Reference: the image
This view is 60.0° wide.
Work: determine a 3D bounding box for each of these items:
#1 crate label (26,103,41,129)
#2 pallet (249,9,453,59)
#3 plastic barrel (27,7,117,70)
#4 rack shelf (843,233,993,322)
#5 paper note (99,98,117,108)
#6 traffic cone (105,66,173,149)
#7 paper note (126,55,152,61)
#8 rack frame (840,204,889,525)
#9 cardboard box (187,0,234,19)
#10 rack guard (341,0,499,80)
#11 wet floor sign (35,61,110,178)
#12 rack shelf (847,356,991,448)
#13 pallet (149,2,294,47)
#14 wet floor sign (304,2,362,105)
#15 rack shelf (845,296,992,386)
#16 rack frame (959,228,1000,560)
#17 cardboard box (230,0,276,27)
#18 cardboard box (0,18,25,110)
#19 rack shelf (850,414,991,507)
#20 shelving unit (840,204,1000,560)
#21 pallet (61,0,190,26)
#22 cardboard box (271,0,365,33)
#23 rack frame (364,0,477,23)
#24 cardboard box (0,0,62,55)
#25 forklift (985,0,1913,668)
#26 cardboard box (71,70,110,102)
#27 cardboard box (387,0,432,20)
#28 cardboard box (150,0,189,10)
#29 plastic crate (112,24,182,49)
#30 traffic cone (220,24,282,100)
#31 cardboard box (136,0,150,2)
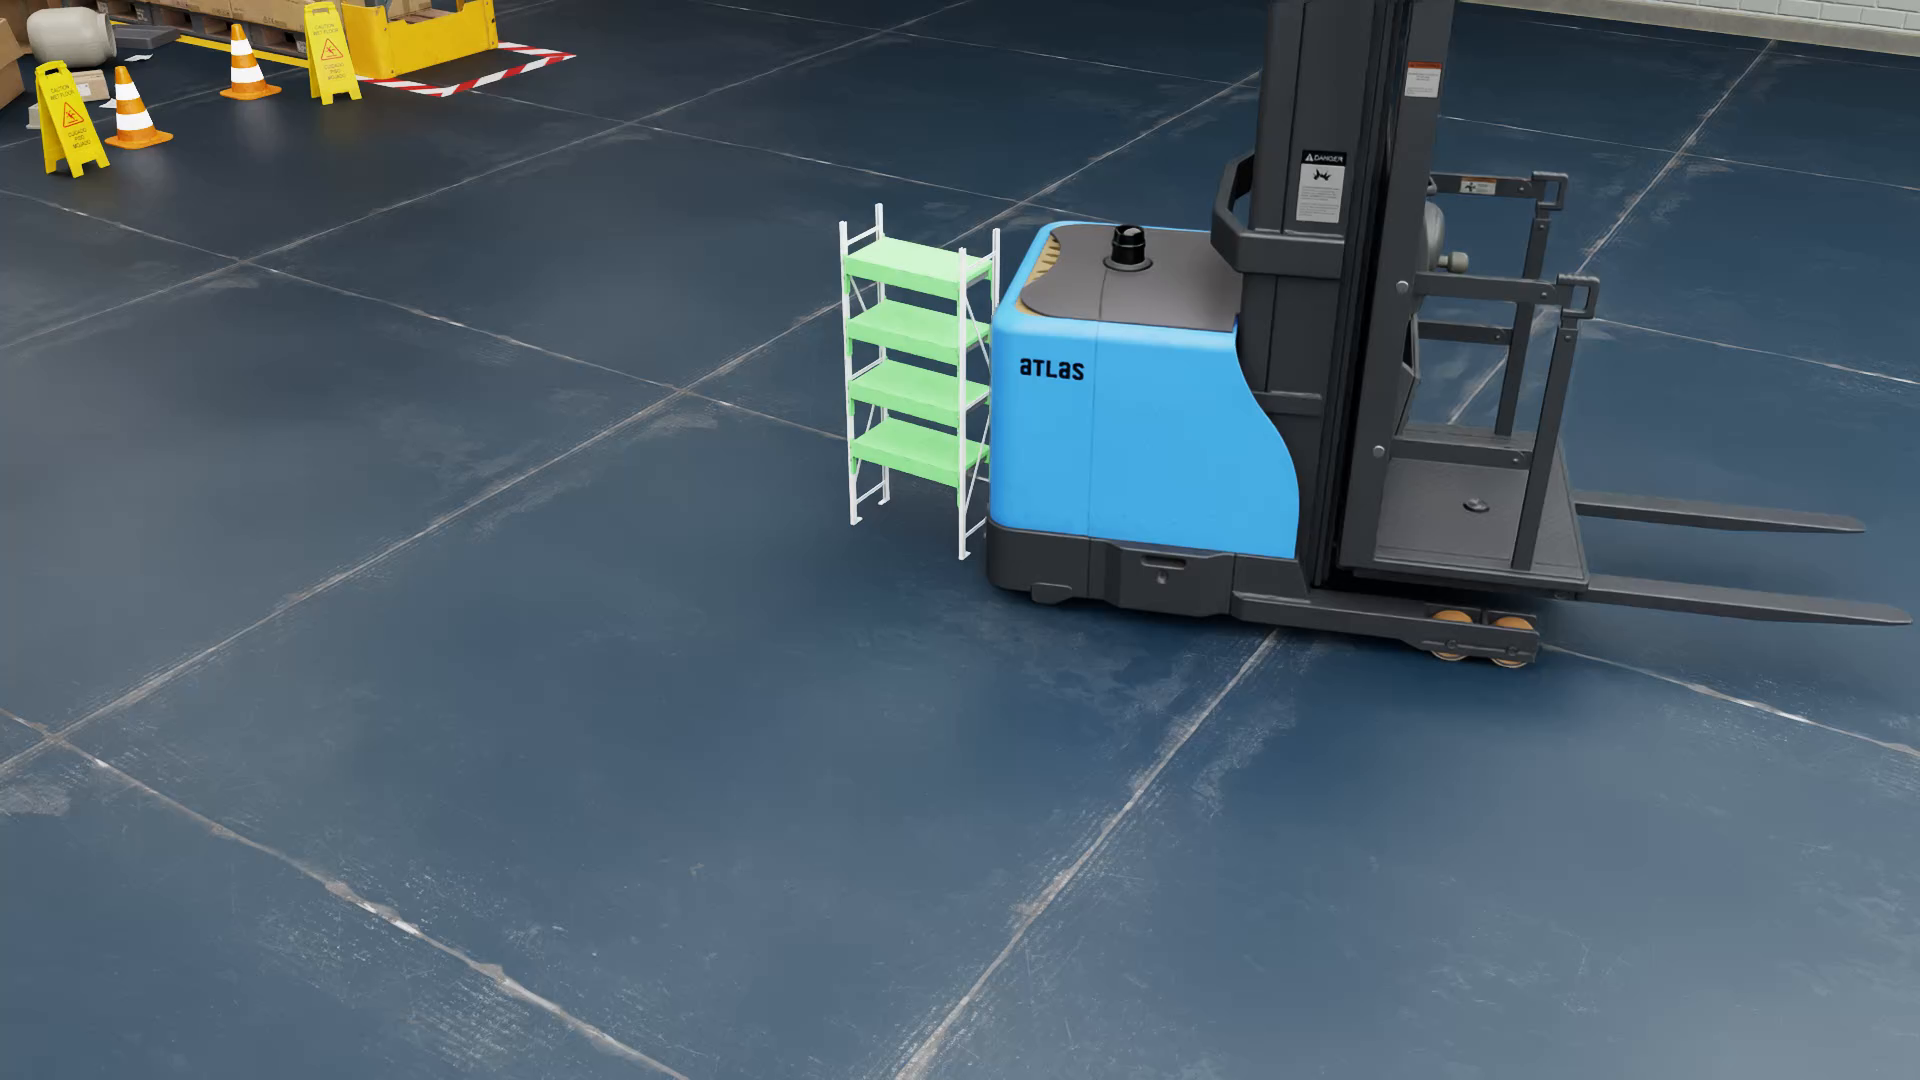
[{"bbox_3d":[-5.946,-2.800,10.914,0.298,0.136,0.250,1,30,2],"label":"crate label"},{"bbox_3d":[-4.629,-3.901,12.728,1.213,0.211,1.003,18,35,27],"label":"pallet"},{"bbox_3d":[-6.449,-3.647,12.082,0.512,0.421,0.421,-9,32,-15],"label":"plastic barrel"},{"bbox_3d":[-0.140,-0.922,5.814,0.480,0.148,0.258,18,35,27],"label":"rack shelf"},{"bbox_3d":[-5.754,-2.974,11.318,0.142,0.019,0.148,6,31,10],"label":"paper note"},{"bbox_3d":[-5.247,-2.757,10.516,0.334,0.463,0.336,18,35,27],"label":"traffic cone"},{"bbox_3d":[-6.116,-3.598,12.387,0.148,0.019,0.142,6,31,10],"label":"paper note"},{"bbox_3d":[-0.347,-0.628,6.136,0.015,1.200,0.240,18,35,27],"label":"rack frame"},{"bbox_3d":[-5.603,-4.228,12.833,0.500,0.250,0.500,16,34,26],"label":"cardboard box"},{"bbox_3d":[-3.959,-3.793,12.256,0.348,0.500,1.175,18,35,27],"label":"rack guard"},{"bbox_3d":[-5.364,-2.533,9.952,0.232,0.644,0.267,12,32,19],"label":"wet floor sign"},{"bbox_3d":[-0.140,-0.507,6.056,0.480,0.148,0.258,18,35,27],"label":"rack shelf"},{"bbox_3d":[-5.658,-4.229,13.289,1.213,0.211,1.003,18,35,27],"label":"pallet"},{"bbox_3d":[-4.303,-3.328,11.315,0.267,0.644,0.232,-21,36,-32],"label":"wet floor sign"},{"bbox_3d":[-0.140,-0.715,5.935,0.480,0.148,0.258,18,35,27],"label":"rack shelf"},{"bbox_3d":[0.066,-0.497,5.912,0.015,1.200,0.240,18,35,27],"label":"rack frame"},{"bbox_3d":[-5.157,-4.090,12.597,0.500,0.250,0.500,18,35,28],"label":"cardboard box"},{"bbox_3d":[-6.729,-3.165,11.175,0.637,0.503,0.797,-4,30,-7],"label":"cardboard box"},{"bbox_3d":[-0.140,-0.300,6.177,0.480,0.148,0.258,18,35,27],"label":"rack shelf"},{"bbox_3d":[-0.140,-0.563,6.024,0.503,1.200,0.258,18,35,27],"label":"shelving unit"},{"bbox_3d":[-6.695,-4.555,13.848,1.213,0.211,1.003,18,35,27],"label":"pallet"},{"bbox_3d":[-4.743,-3.955,12.364,0.500,0.250,0.500,17,34,27],"label":"cardboard box"},{"bbox_3d":[-3.895,-4.853,11.592,0.127,3.000,1.000,18,35,27],"label":"rack frame"},{"bbox_3d":[-7.099,-3.978,12.570,0.500,0.500,0.500,-9,32,-15],"label":"cardboard box"},{"bbox_3d":[1.662,-1.136,5.289,3.031,2.935,1.130,6,31,11],"label":"forklift"},{"bbox_3d":[-6.078,-3.110,11.434,0.380,0.149,0.250,-15,33,-24],"label":"cardboard box"},{"bbox_3d":[-4.431,-4.181,12.751,0.500,0.250,0.500,17,34,27],"label":"cardboard box"},{"bbox_3d":[-6.018,-4.366,13.068,0.500,0.250,0.500,17,34,27],"label":"cardboard box"},{"bbox_3d":[-6.389,-3.893,12.843,0.583,0.080,0.402,6,31,10],"label":"plastic crate"},{"bbox_3d":[-4.945,-3.322,11.485,0.334,0.463,0.336,18,35,27],"label":"traffic cone"},{"bbox_3d":[-6.468,-4.507,13.310,0.500,0.250,0.500,20,36,30],"label":"cardboard box"}]
